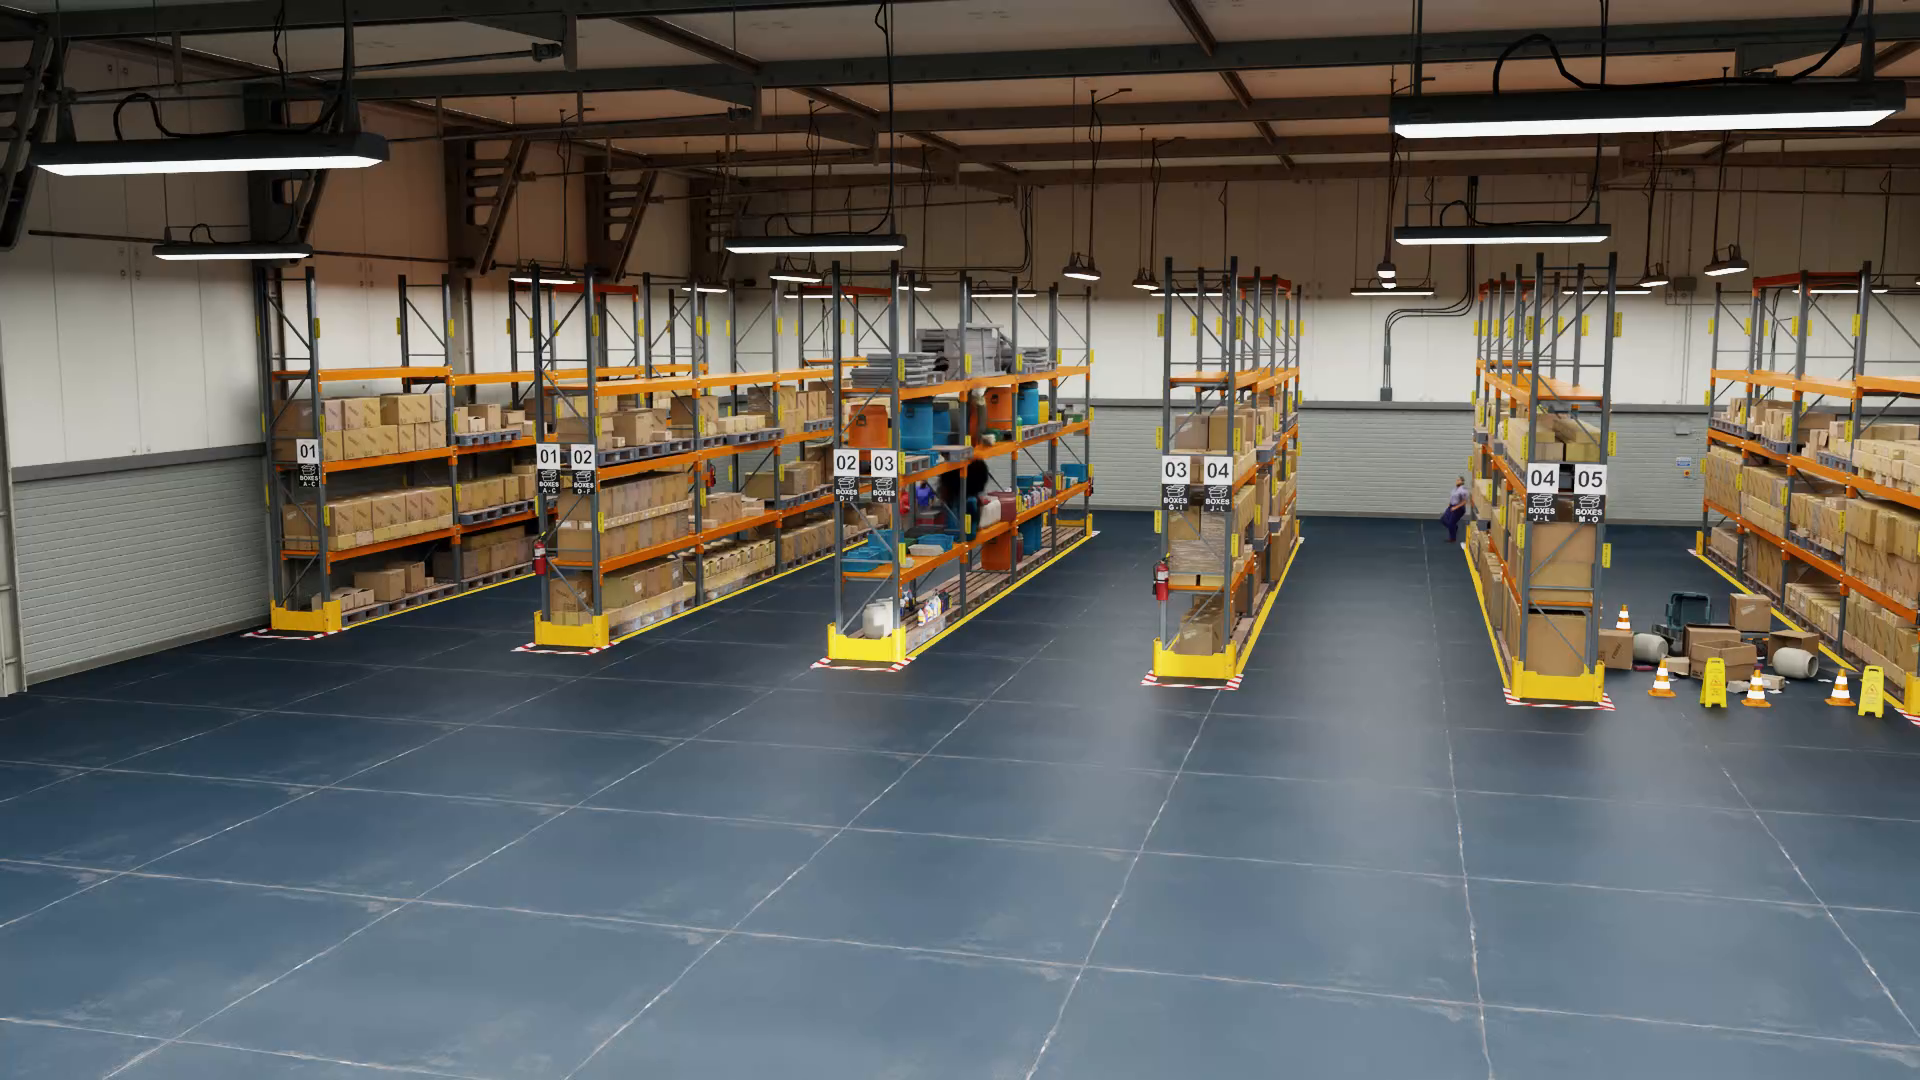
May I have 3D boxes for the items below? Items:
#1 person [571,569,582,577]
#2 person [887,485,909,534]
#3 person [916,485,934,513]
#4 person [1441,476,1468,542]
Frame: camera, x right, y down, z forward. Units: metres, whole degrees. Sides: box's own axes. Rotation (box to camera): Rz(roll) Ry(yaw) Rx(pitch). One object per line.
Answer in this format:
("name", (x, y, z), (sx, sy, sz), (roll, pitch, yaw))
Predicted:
("person", (-6.799, 0.319, 30.224), (0.711, 1.743, 0.756), (0, 7, 4))
("person", (-1.265, -0.350, 35.878), (0.638, 1.727, 0.778), (0, 7, 2))
("person", (-0.858, -0.577, 38.510), (0.527, 1.408, 0.516), (0, 7, 2))
("person", (11.594, -0.713, 38.953), (0.509, 1.574, 0.641), (-3, 8, -20))
